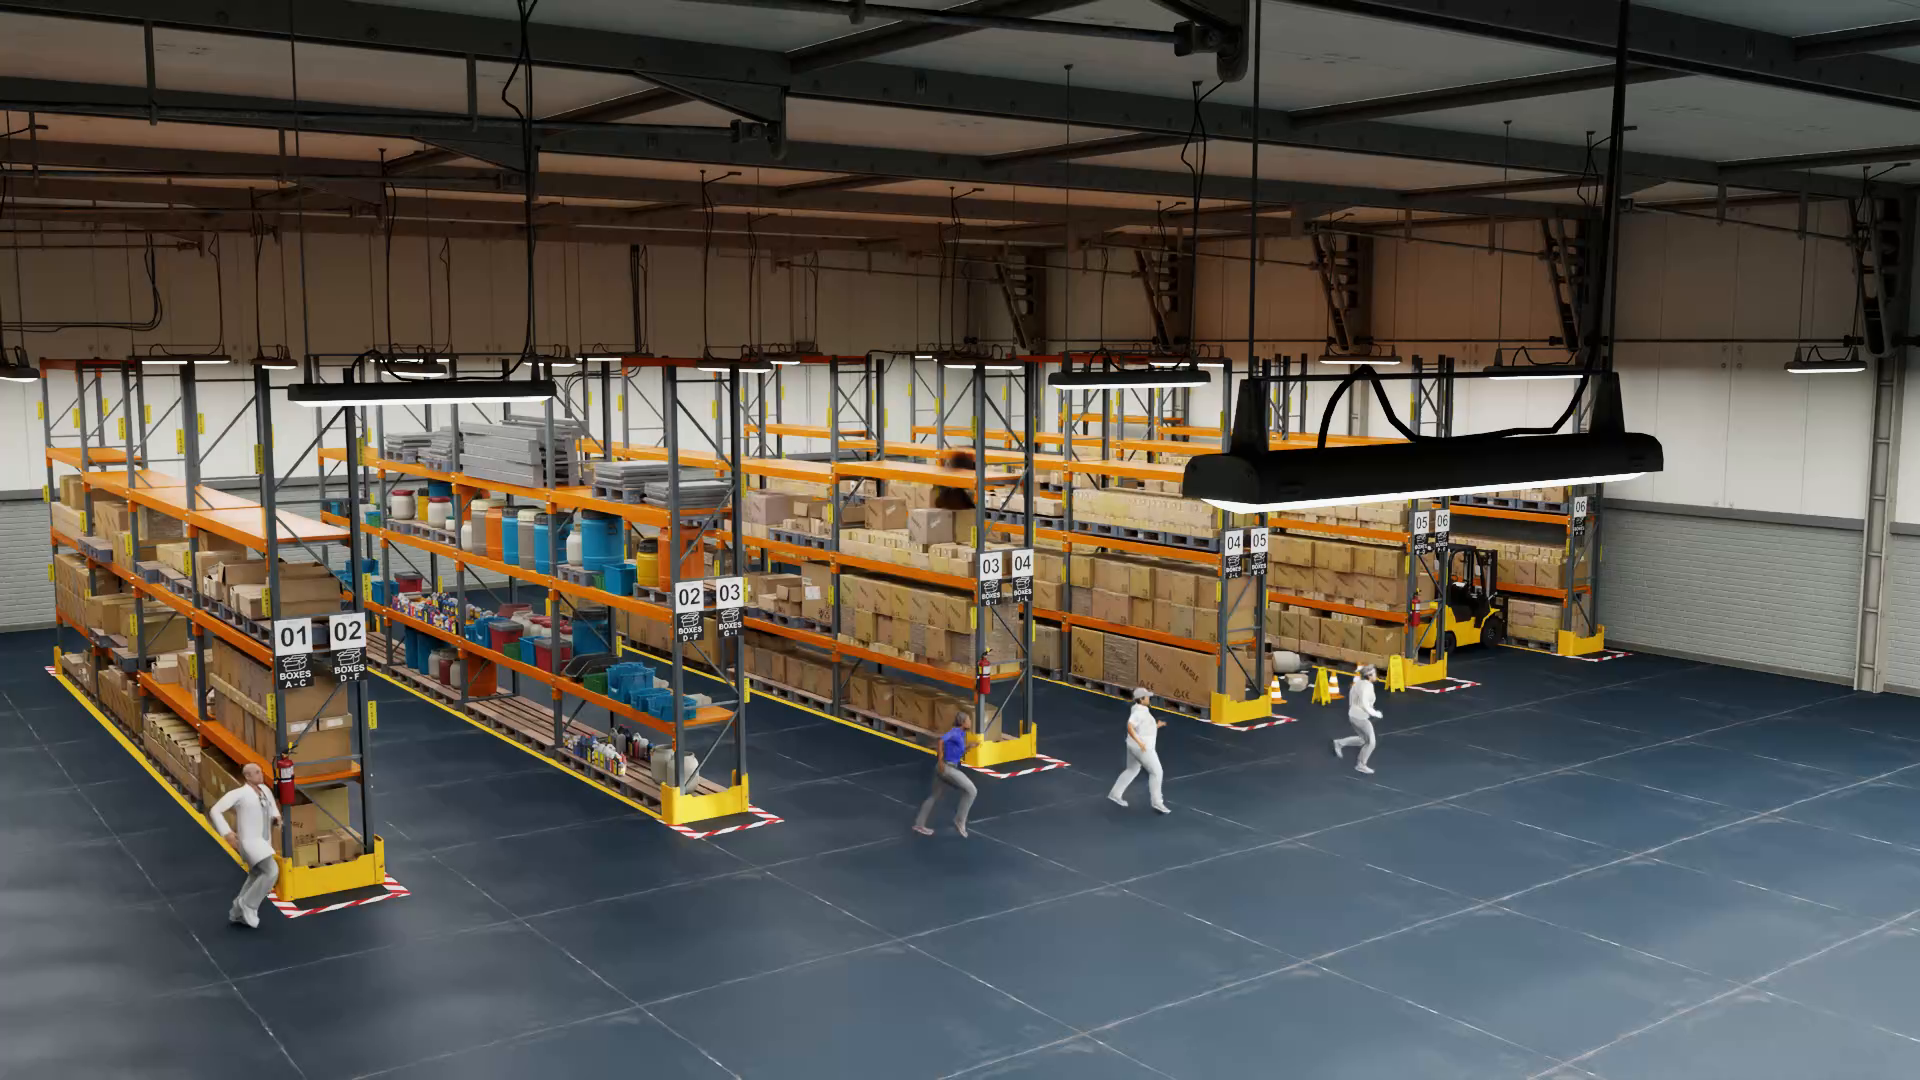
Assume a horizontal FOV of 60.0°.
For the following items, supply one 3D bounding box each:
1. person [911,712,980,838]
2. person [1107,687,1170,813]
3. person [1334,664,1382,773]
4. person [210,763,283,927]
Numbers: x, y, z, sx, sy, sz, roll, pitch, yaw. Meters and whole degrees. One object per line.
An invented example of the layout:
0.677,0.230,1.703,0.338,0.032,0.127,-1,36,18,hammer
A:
-0.177,3.004,21.178,0.904,1.620,0.569,-2,7,-13,person
2.411,2.826,22.328,0.826,1.714,0.586,-1,7,-10,person
5.838,2.619,24.375,0.663,1.654,0.648,0,7,0,person
-7.664,3.300,18.097,0.648,1.737,0.733,1,7,7,person
